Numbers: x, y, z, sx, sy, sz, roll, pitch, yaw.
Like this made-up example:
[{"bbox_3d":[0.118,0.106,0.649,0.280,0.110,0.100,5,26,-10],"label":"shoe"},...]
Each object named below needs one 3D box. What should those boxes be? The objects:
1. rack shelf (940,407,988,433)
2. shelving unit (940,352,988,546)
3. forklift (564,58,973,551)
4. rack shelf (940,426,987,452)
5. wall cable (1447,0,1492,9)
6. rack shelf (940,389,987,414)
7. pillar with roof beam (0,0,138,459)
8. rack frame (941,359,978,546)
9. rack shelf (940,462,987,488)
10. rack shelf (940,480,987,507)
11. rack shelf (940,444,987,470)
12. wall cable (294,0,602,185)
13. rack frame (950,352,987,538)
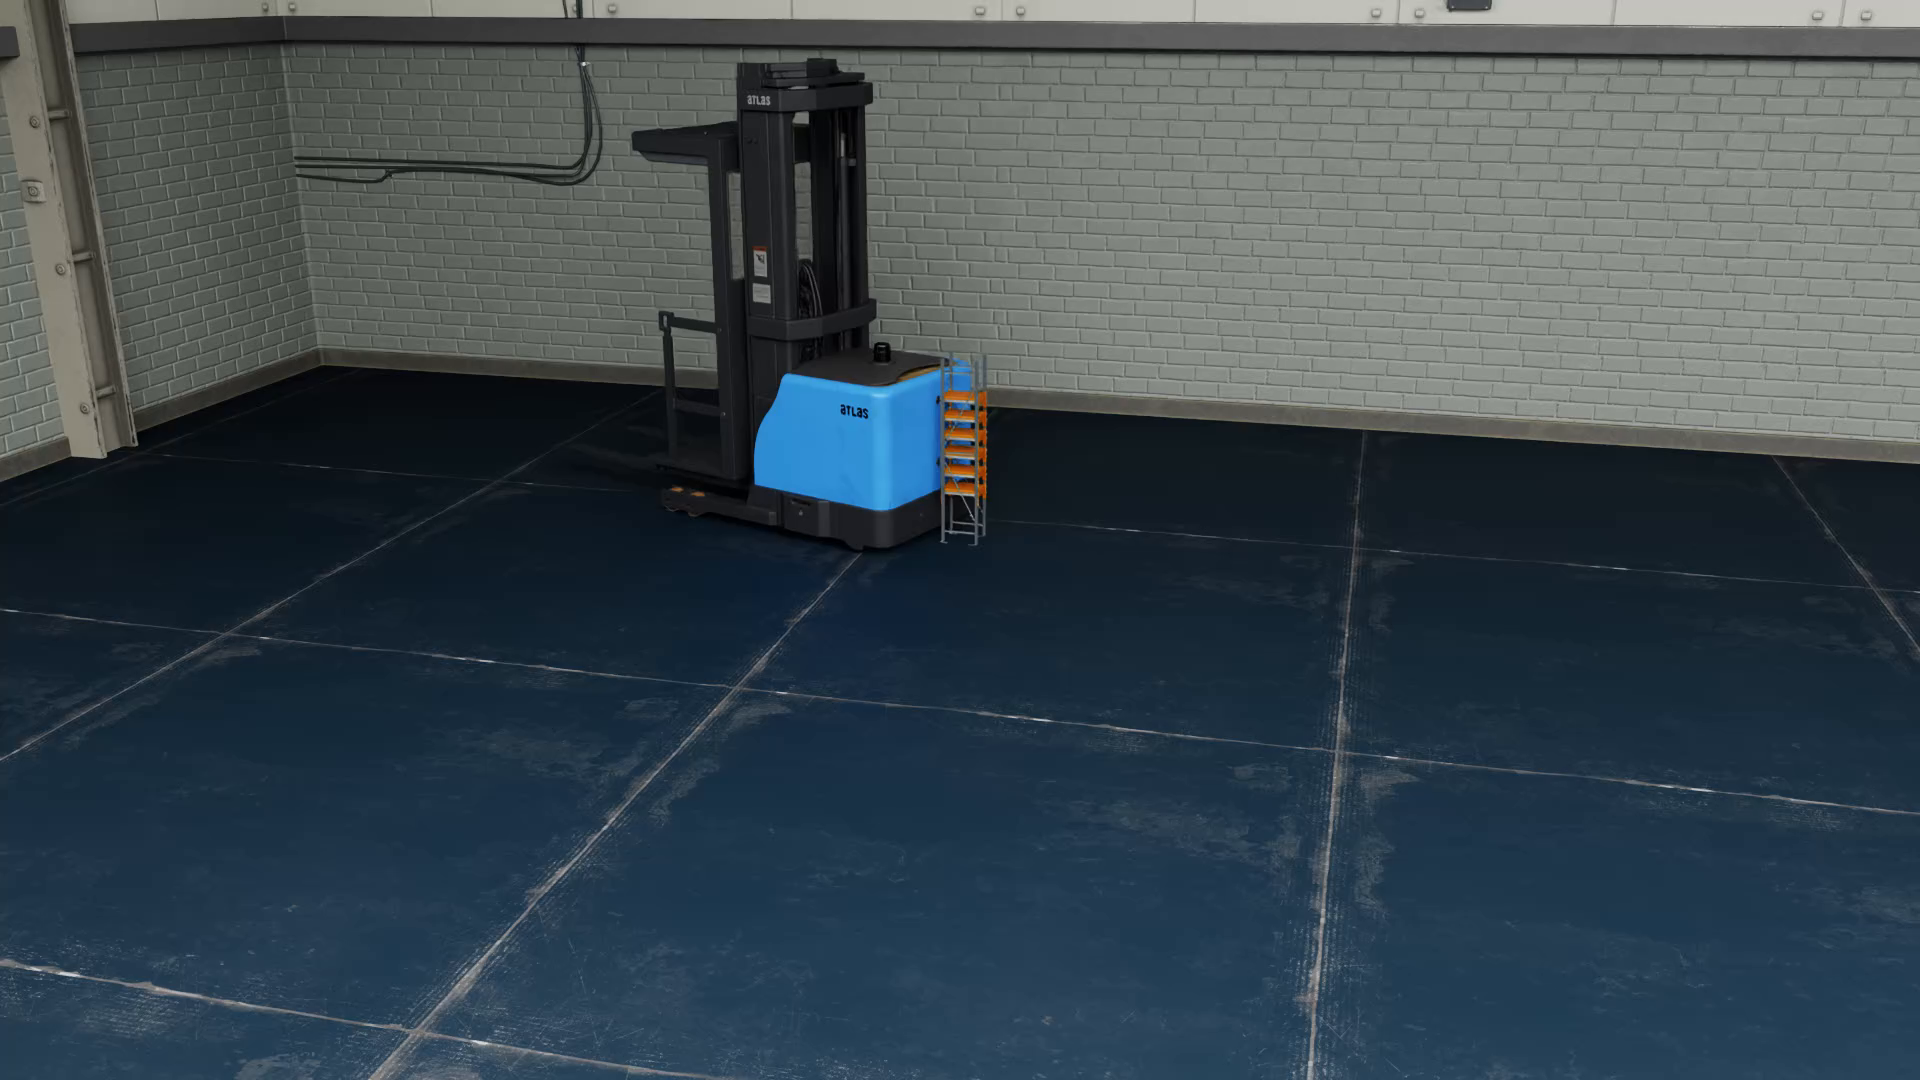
[{"bbox_3d":[0.024,-0.752,10.428,0.258,0.103,0.180,6,20,16],"label":"rack shelf"},{"bbox_3d":[0.024,-0.567,10.492,0.258,1.200,0.189,6,20,16],"label":"shelving unit"},{"bbox_3d":[-1.417,-1.669,11.041,3.031,2.935,1.130,12,22,32],"label":"forklift"},{"bbox_3d":[0.024,-0.639,10.467,0.258,0.103,0.180,6,20,16],"label":"rack shelf"},{"bbox_3d":[4.668,-6.617,10.877,2.305,6.003,0.169,5,19,13],"label":"wall cable"},{"bbox_3d":[0.024,-0.866,10.390,0.258,0.103,0.180,6,20,16],"label":"rack shelf"},{"bbox_3d":[-2.361,-4.603,10.243,9.100,9.000,0.400,5,19,13],"label":"pillar with roof beam"},{"bbox_3d":[-0.003,-0.539,10.409,0.240,1.200,0.006,6,20,16],"label":"rack frame"},{"bbox_3d":[0.024,-0.412,10.545,0.258,0.103,0.180,6,20,16],"label":"rack shelf"},{"bbox_3d":[0.024,-0.298,10.584,0.258,0.103,0.180,6,20,16],"label":"rack shelf"},{"bbox_3d":[0.024,-0.525,10.506,0.258,0.103,0.180,6,20,16],"label":"rack shelf"},{"bbox_3d":[-4.533,-4.293,14.138,3.097,2.526,0.112,5,19,13],"label":"wall cable"},{"bbox_3d":[0.050,-0.595,10.575,0.240,1.200,0.006,6,20,16],"label":"rack frame"}]
